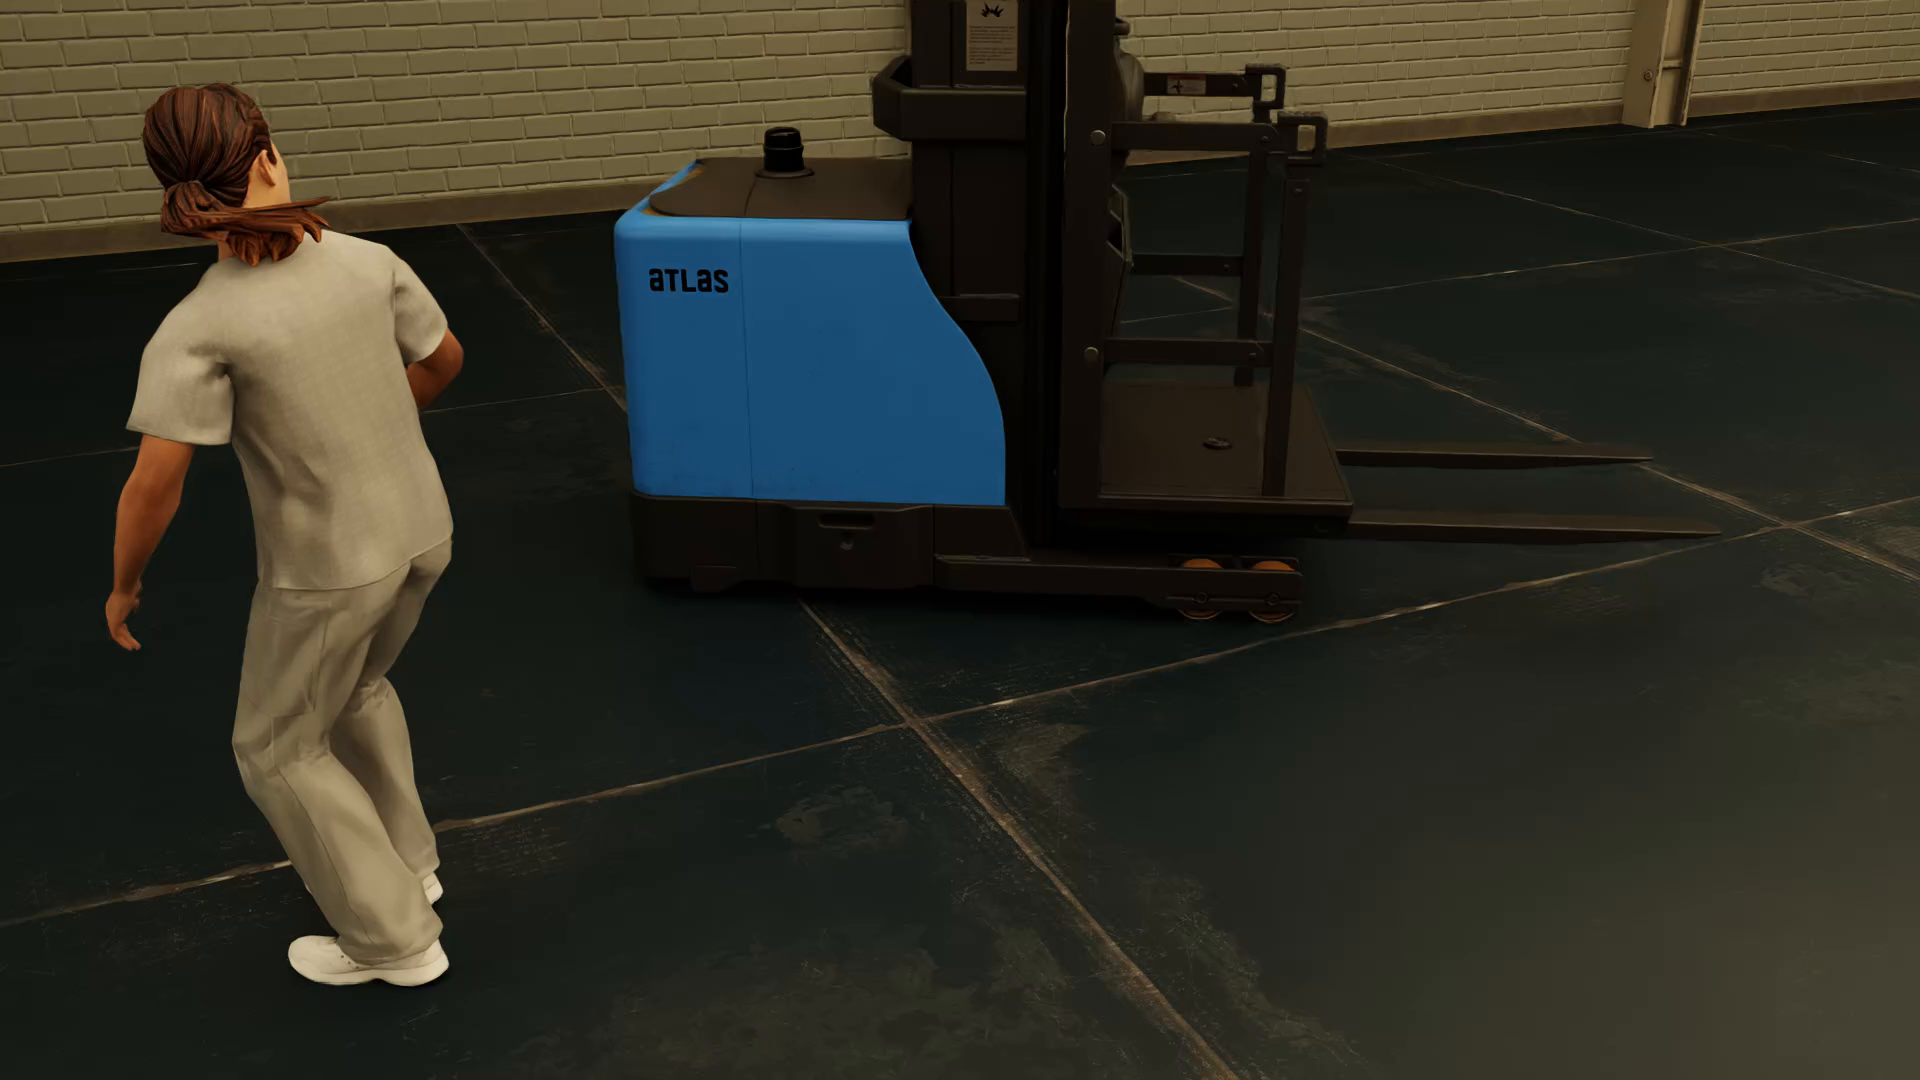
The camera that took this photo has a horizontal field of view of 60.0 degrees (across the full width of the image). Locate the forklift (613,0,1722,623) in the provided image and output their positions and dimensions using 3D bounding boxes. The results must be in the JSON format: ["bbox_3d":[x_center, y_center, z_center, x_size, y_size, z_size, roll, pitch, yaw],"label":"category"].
[{"bbox_3d":[0.613,-1.339,4.510,3.031,2.935,1.130,2,23,4],"label":"forklift"}]

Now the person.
[{"bbox_3d":[-1.169,0.038,2.925,0.472,1.621,0.644,10,25,23],"label":"person"}]
